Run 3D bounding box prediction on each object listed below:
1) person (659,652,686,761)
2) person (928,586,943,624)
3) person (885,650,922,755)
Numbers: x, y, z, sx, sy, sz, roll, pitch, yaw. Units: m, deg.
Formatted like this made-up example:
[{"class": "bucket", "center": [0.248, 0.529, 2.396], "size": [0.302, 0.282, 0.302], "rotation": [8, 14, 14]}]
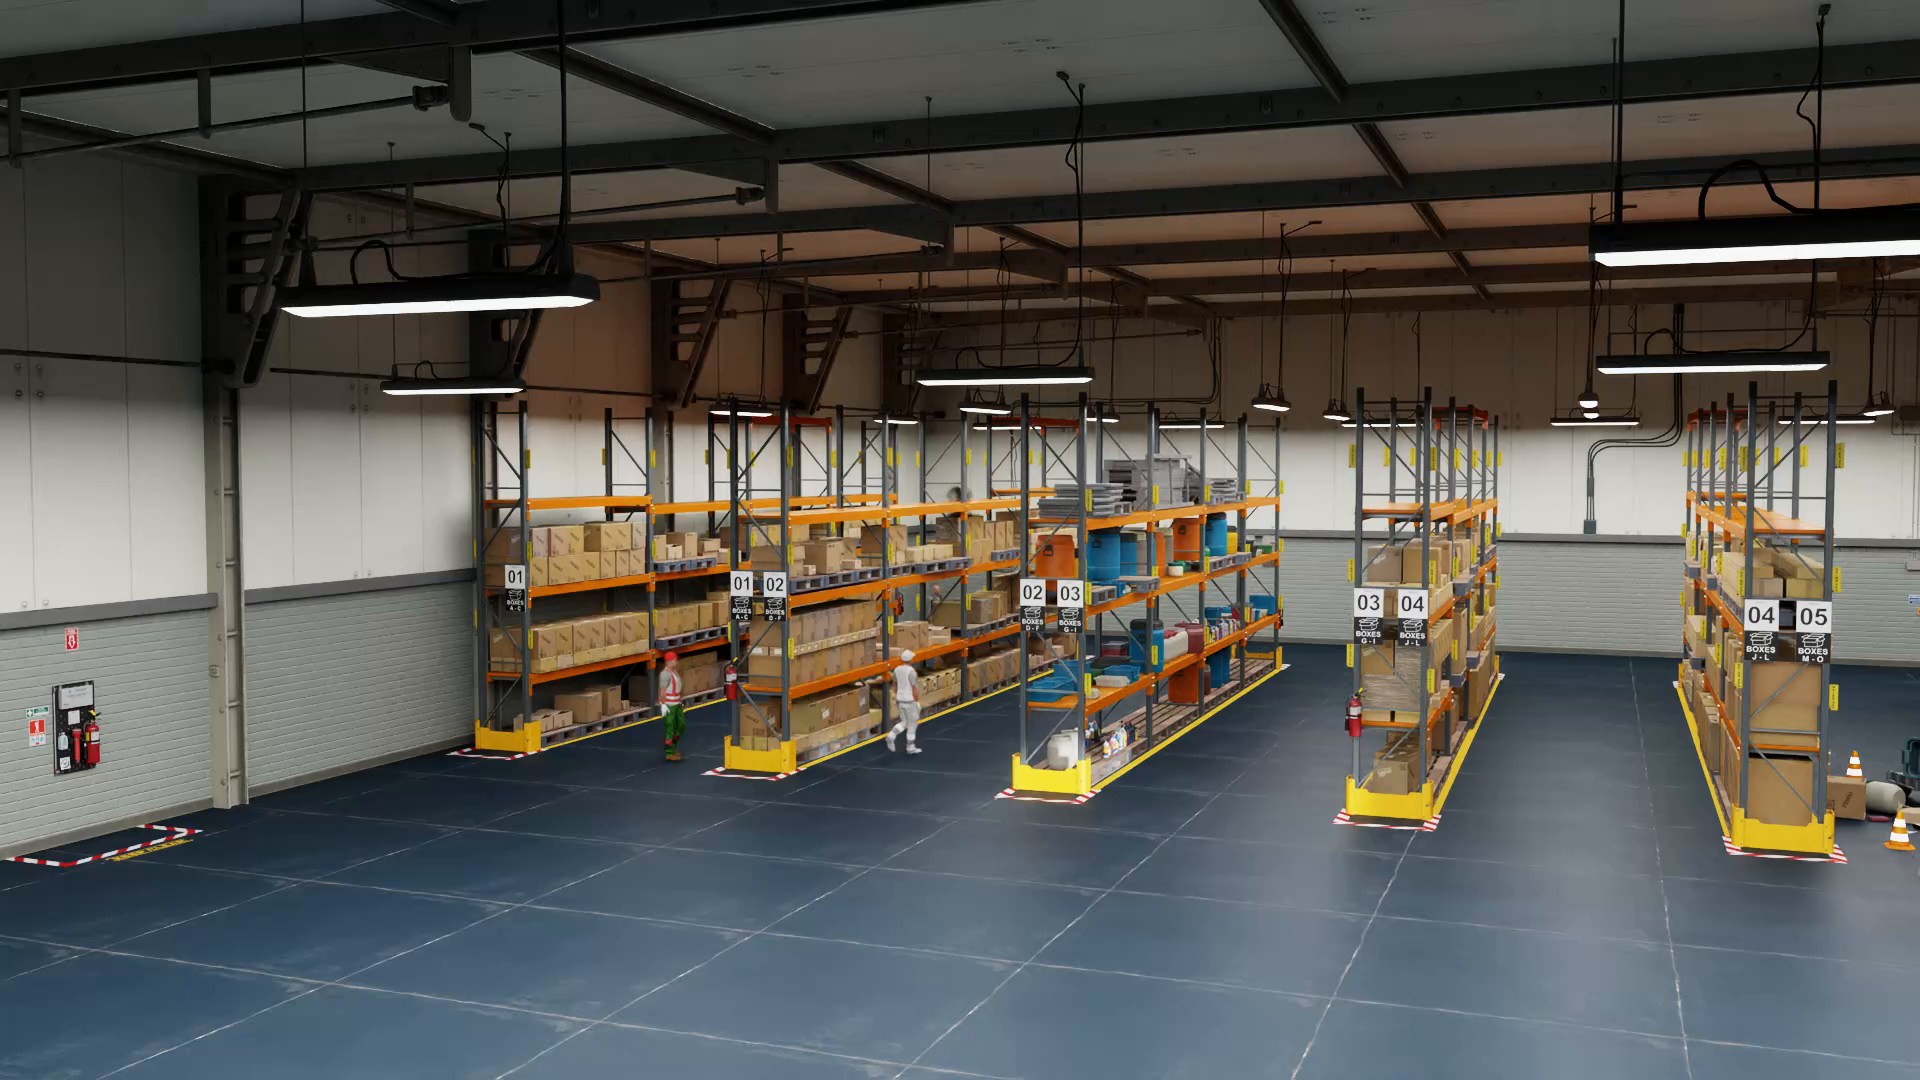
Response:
[{"class": "person", "center": [-4.799, 2.771, 27.754], "size": [0.389, 1.813, 0.647], "rotation": [1, 3, 10]}, {"class": "person", "center": [-0.591, 2.044, 43.988], "size": [1.005, 1.673, 0.656], "rotation": [2, 4, 42]}, {"class": "person", "center": [-0.930, 2.736, 28.058], "size": [0.670, 1.778, 0.556], "rotation": [-2, 3, -36]}]
